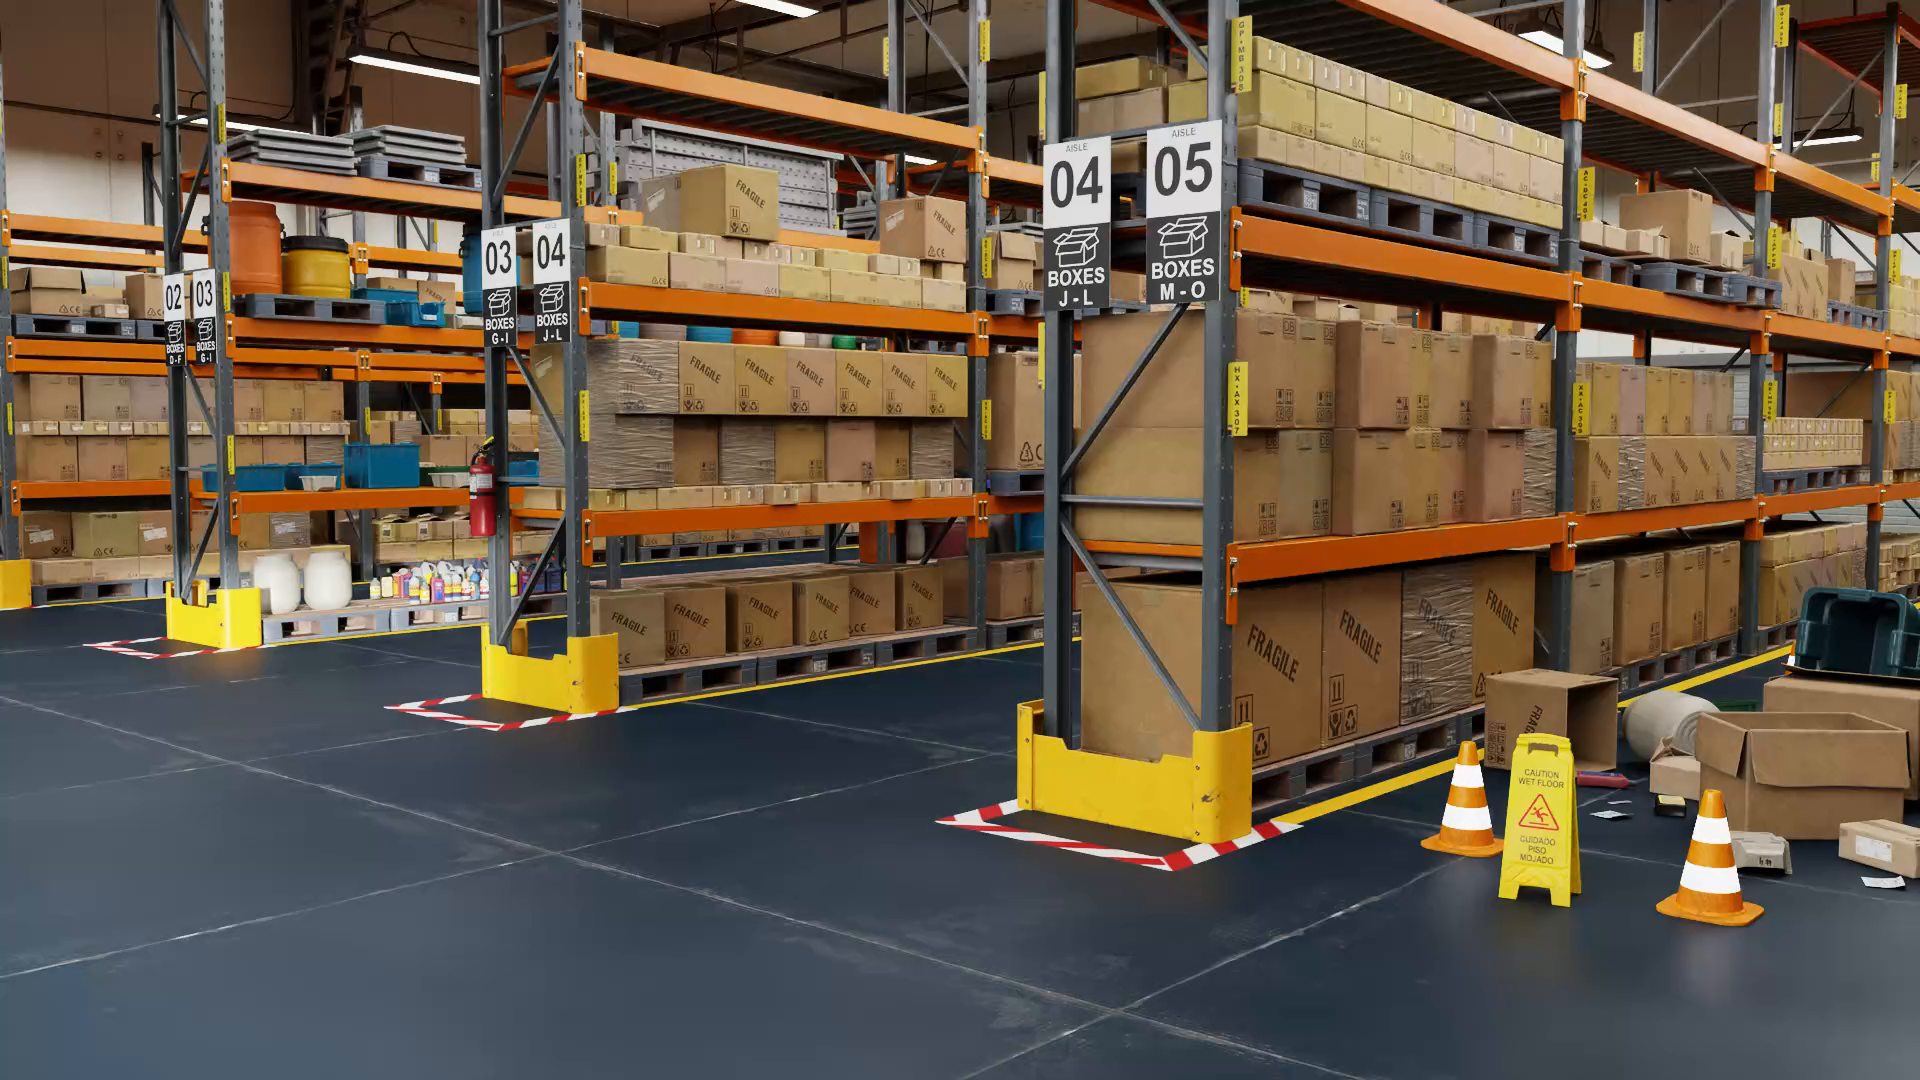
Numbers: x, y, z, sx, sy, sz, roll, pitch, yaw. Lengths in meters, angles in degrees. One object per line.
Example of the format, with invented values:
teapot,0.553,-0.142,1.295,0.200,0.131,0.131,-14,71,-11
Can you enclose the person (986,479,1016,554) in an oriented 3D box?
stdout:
person,0.411,-0.183,17.847,0.437,1.580,0.292,3,5,42
